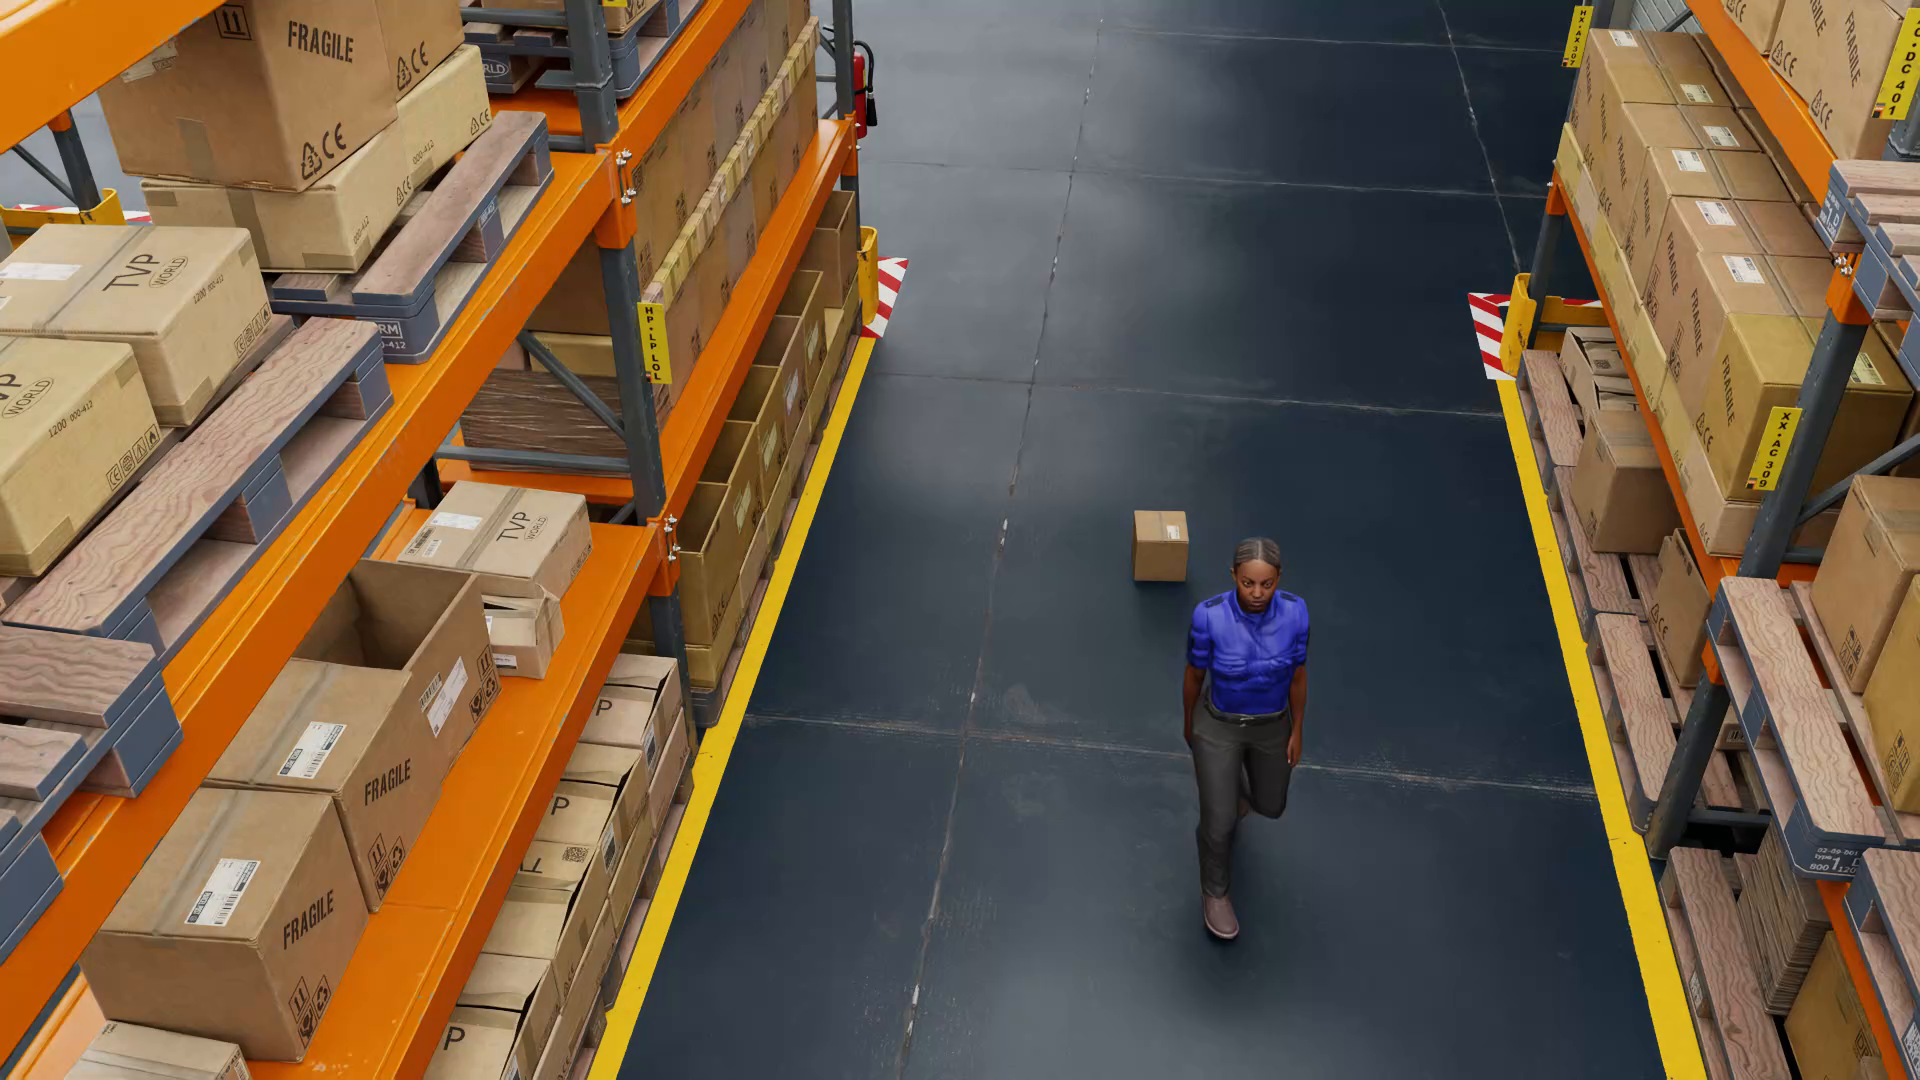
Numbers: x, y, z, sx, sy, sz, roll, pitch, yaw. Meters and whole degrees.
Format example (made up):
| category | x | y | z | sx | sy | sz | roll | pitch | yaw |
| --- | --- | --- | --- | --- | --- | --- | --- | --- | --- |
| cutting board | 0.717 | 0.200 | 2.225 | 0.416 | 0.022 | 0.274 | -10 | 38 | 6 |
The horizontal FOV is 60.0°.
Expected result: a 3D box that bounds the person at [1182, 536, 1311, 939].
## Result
| category | x | y | z | sx | sy | sz | roll | pitch | yaw |
| --- | --- | --- | --- | --- | --- | --- | --- | --- | --- |
| person | 1.031 | 0.650 | 6.128 | 0.444 | 1.627 | 0.742 | -3 | 36 | -4 |
